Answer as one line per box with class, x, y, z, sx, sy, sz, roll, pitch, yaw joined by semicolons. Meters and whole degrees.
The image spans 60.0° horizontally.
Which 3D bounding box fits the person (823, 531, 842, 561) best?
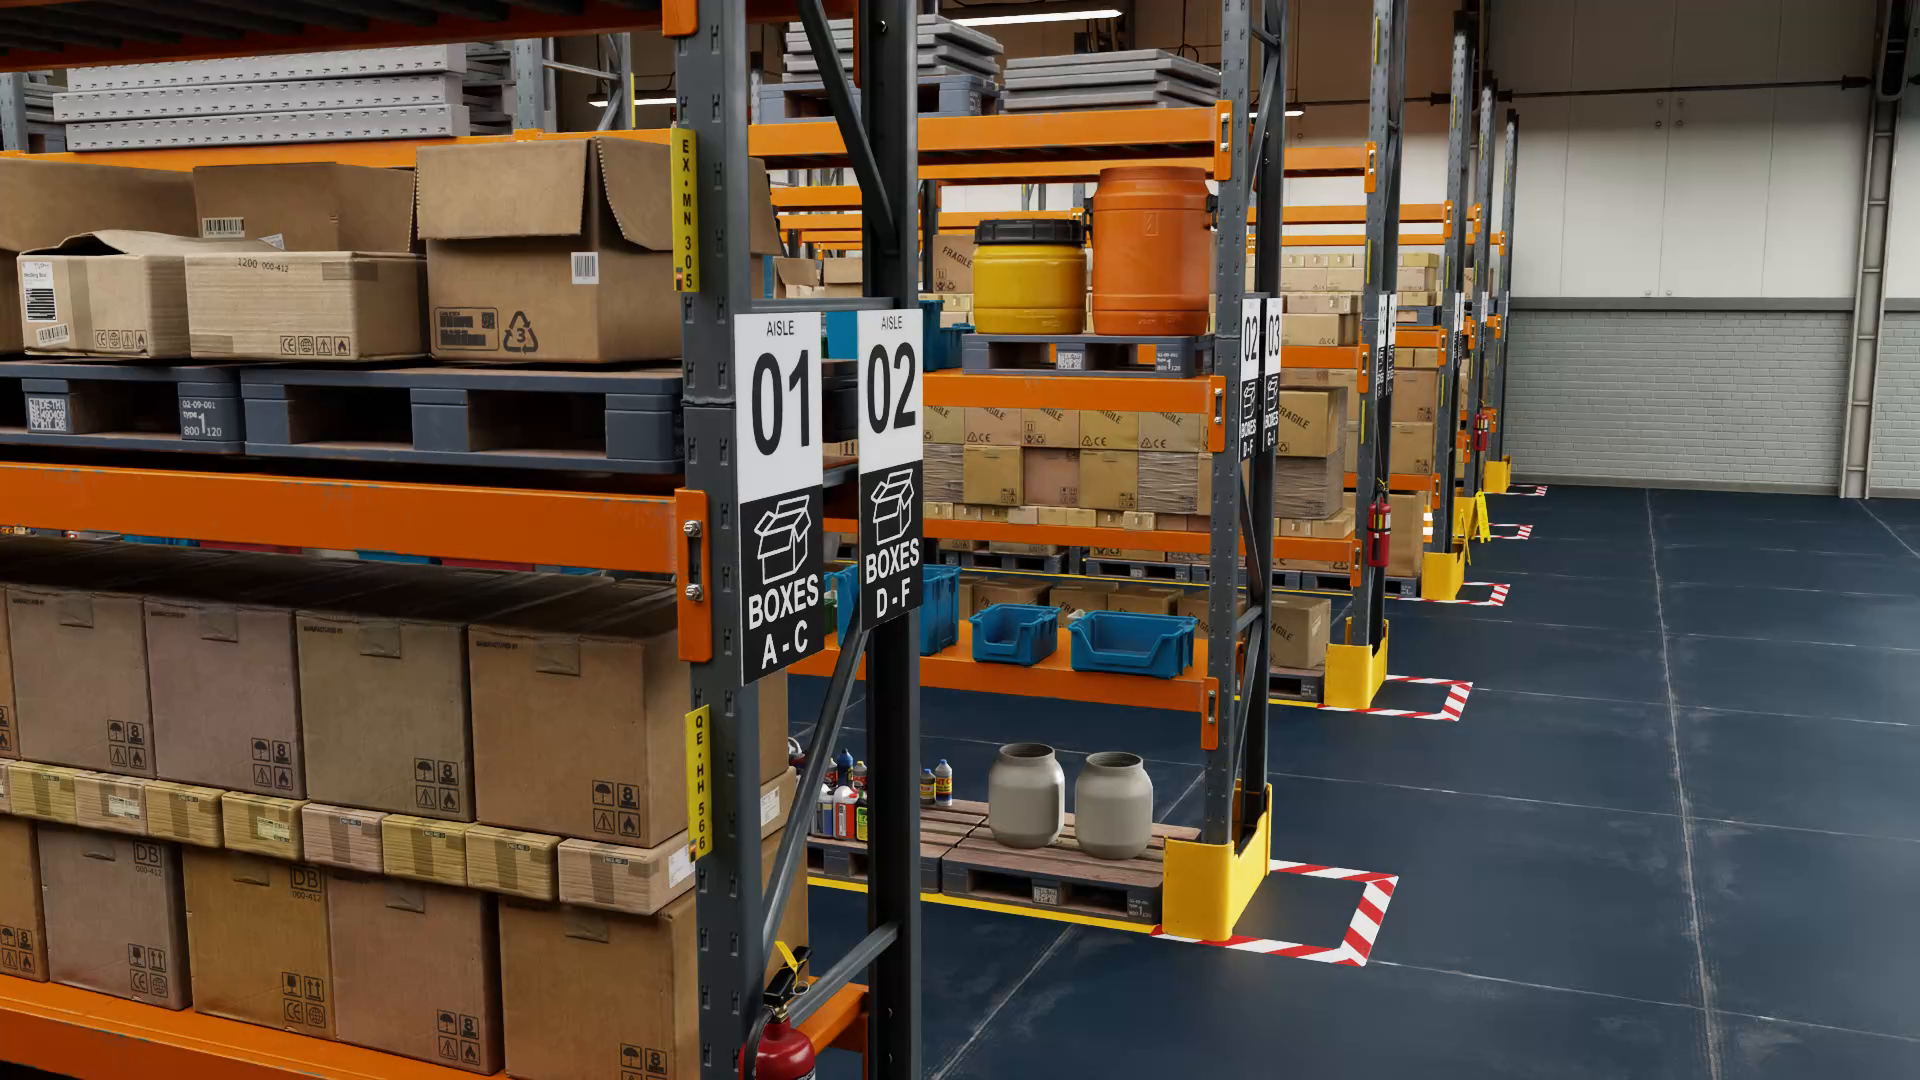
person;-1.387;-0.127;16.682;0.407;1.787;0.538;3;9;20
